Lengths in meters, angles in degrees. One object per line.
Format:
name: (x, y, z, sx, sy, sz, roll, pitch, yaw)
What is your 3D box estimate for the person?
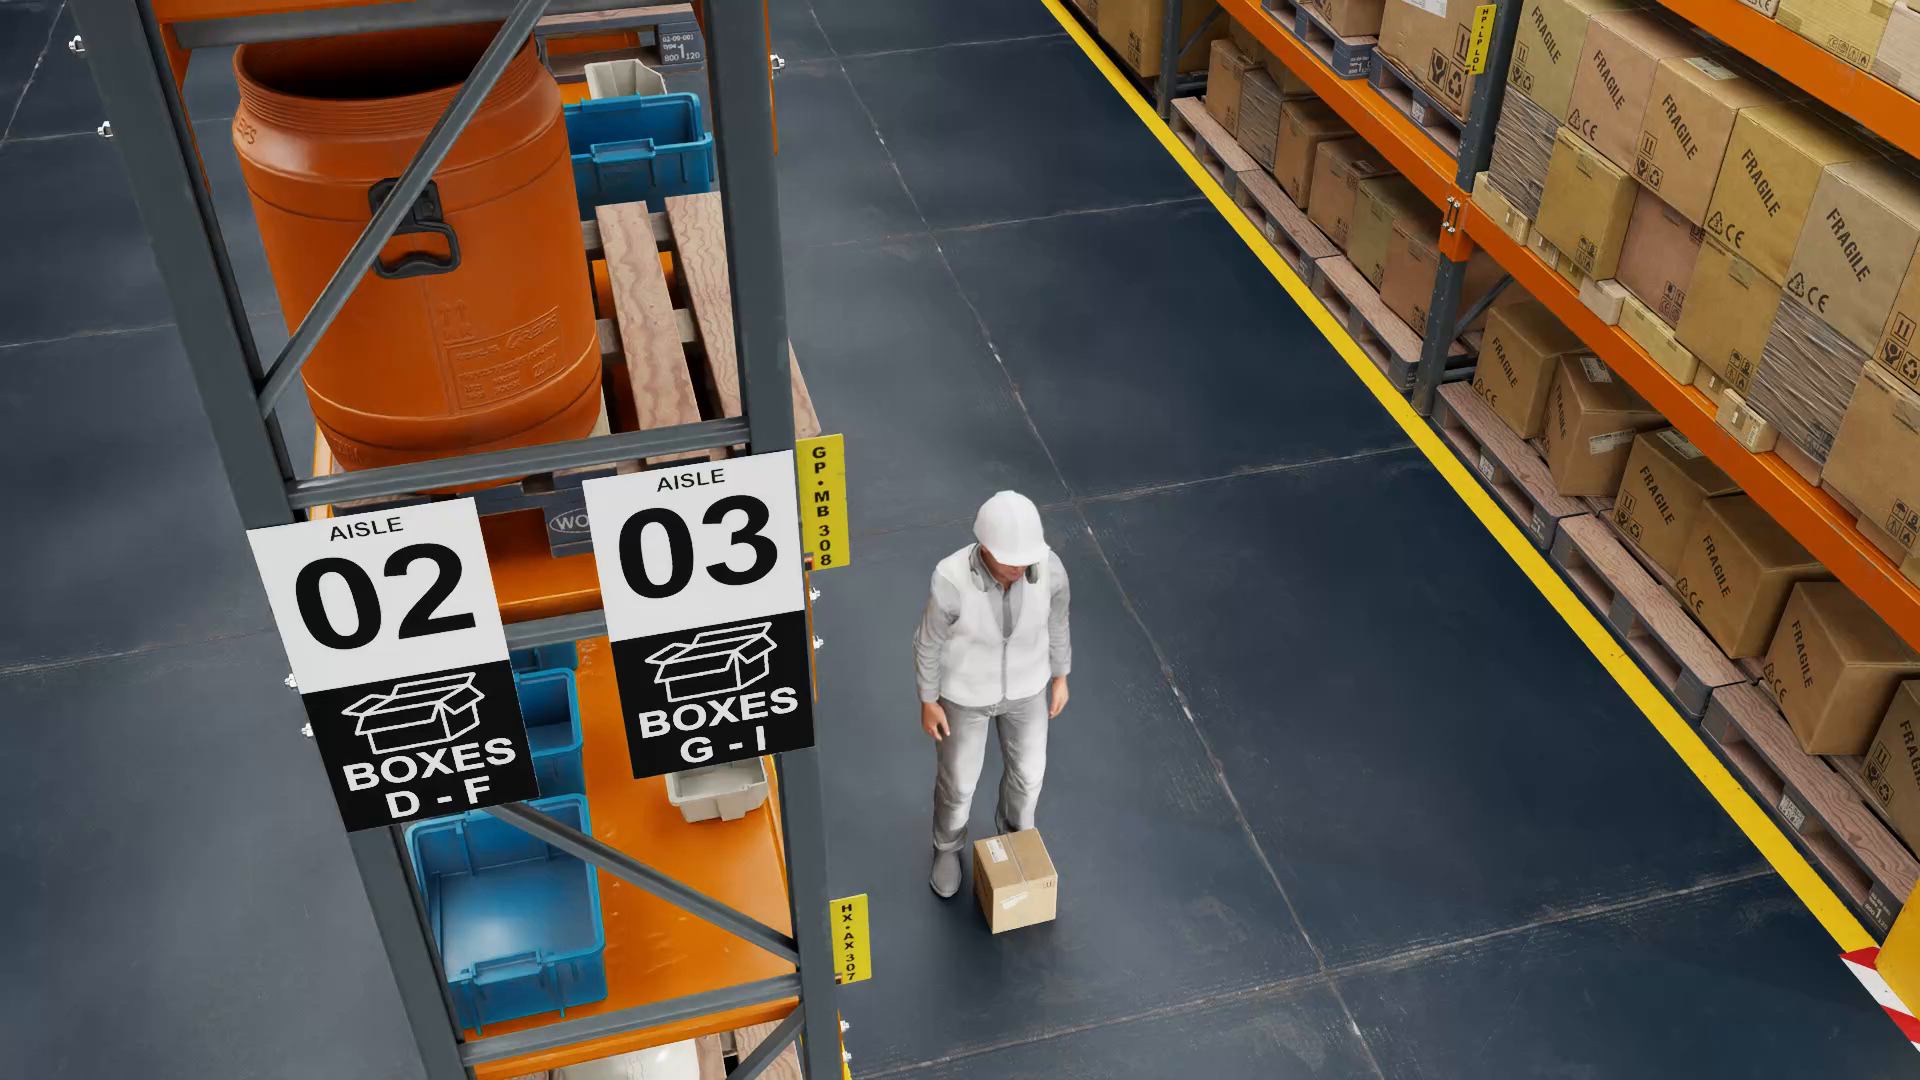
person: (0.125, 0.535, 6.007, 0.581, 1.771, 0.472, -11, 39, -14)
